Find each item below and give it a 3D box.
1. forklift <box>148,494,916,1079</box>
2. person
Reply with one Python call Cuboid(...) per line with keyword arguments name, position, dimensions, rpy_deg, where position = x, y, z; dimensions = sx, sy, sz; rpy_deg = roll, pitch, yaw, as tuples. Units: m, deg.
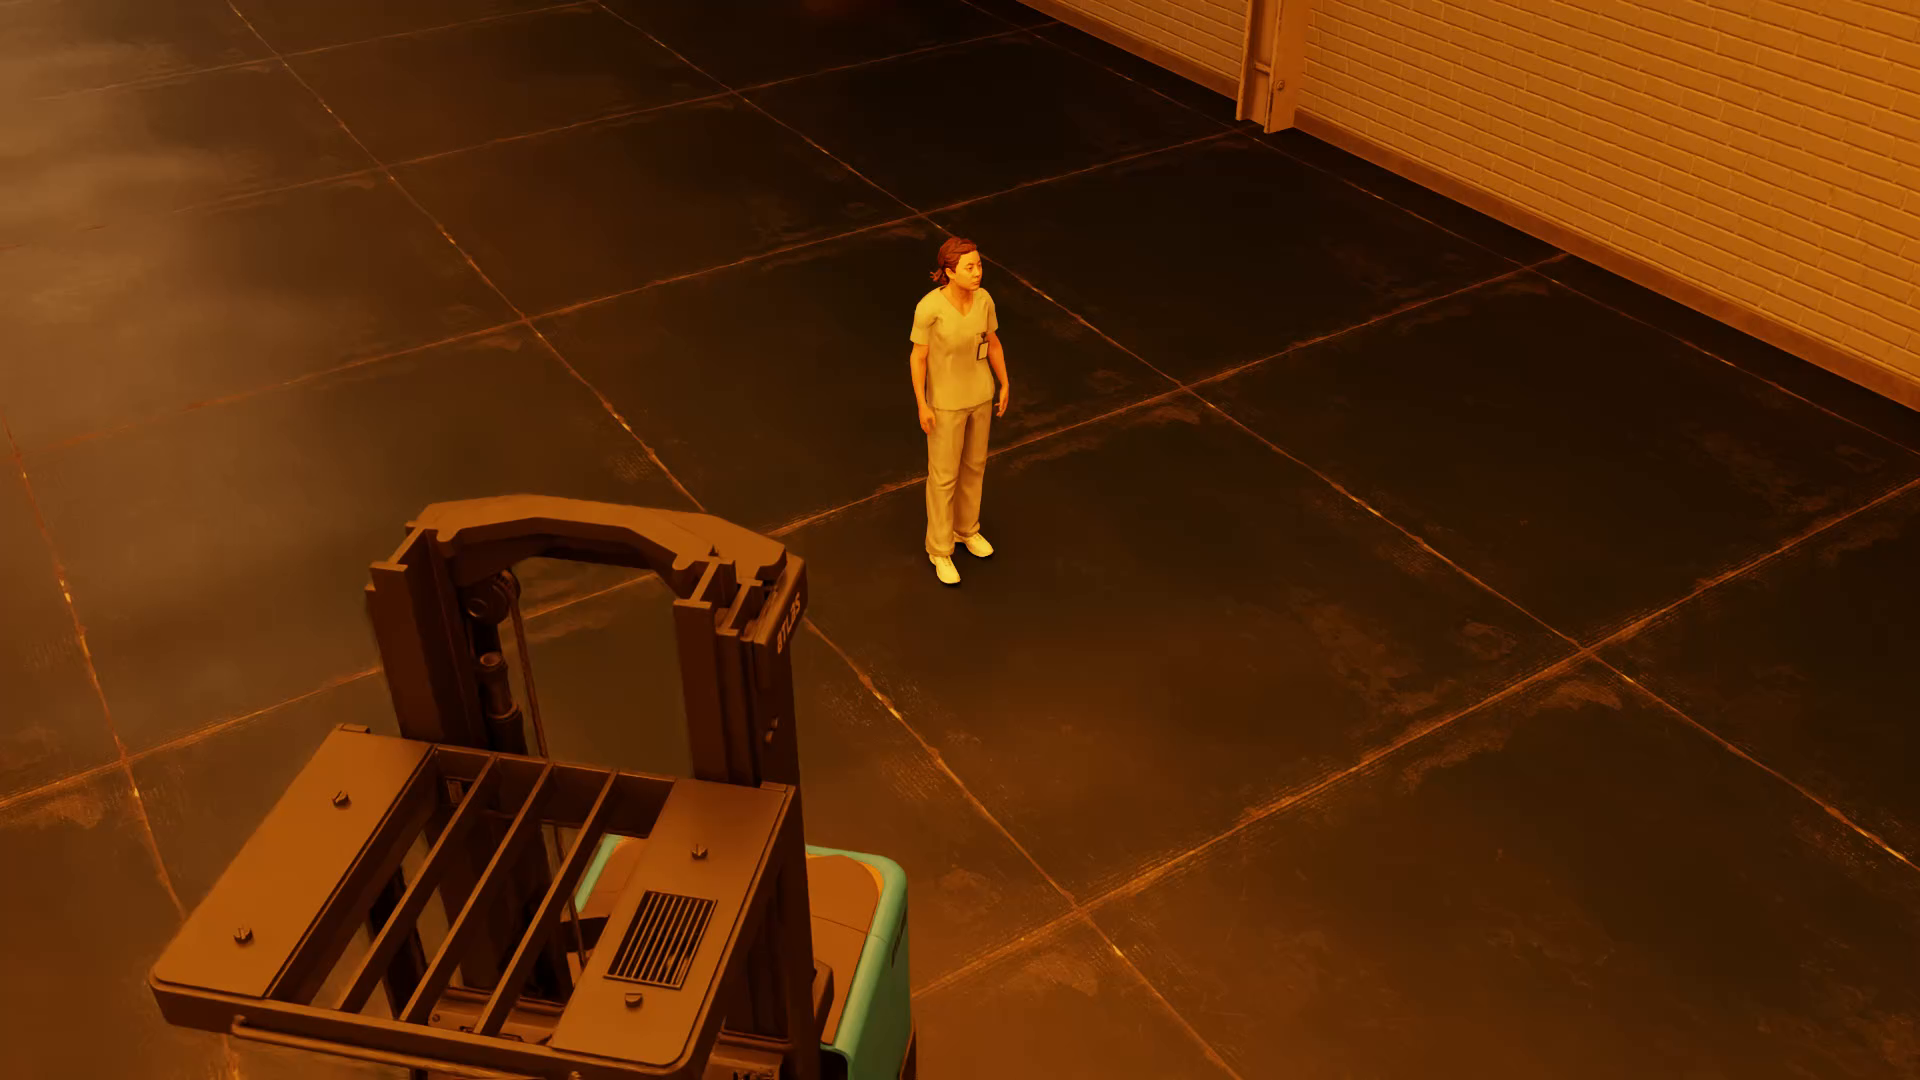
Cuboid(name="forklift", position=(-0.944, 1.485, 4.034), dimensions=(1.130, 2.935, 3.031), rpy_deg=(6, 36, 9))
Cuboid(name="person", position=(0.029, -0.652, 8.155), dimensions=(0.549, 1.675, 0.549), rpy_deg=(-21, 40, -27))
